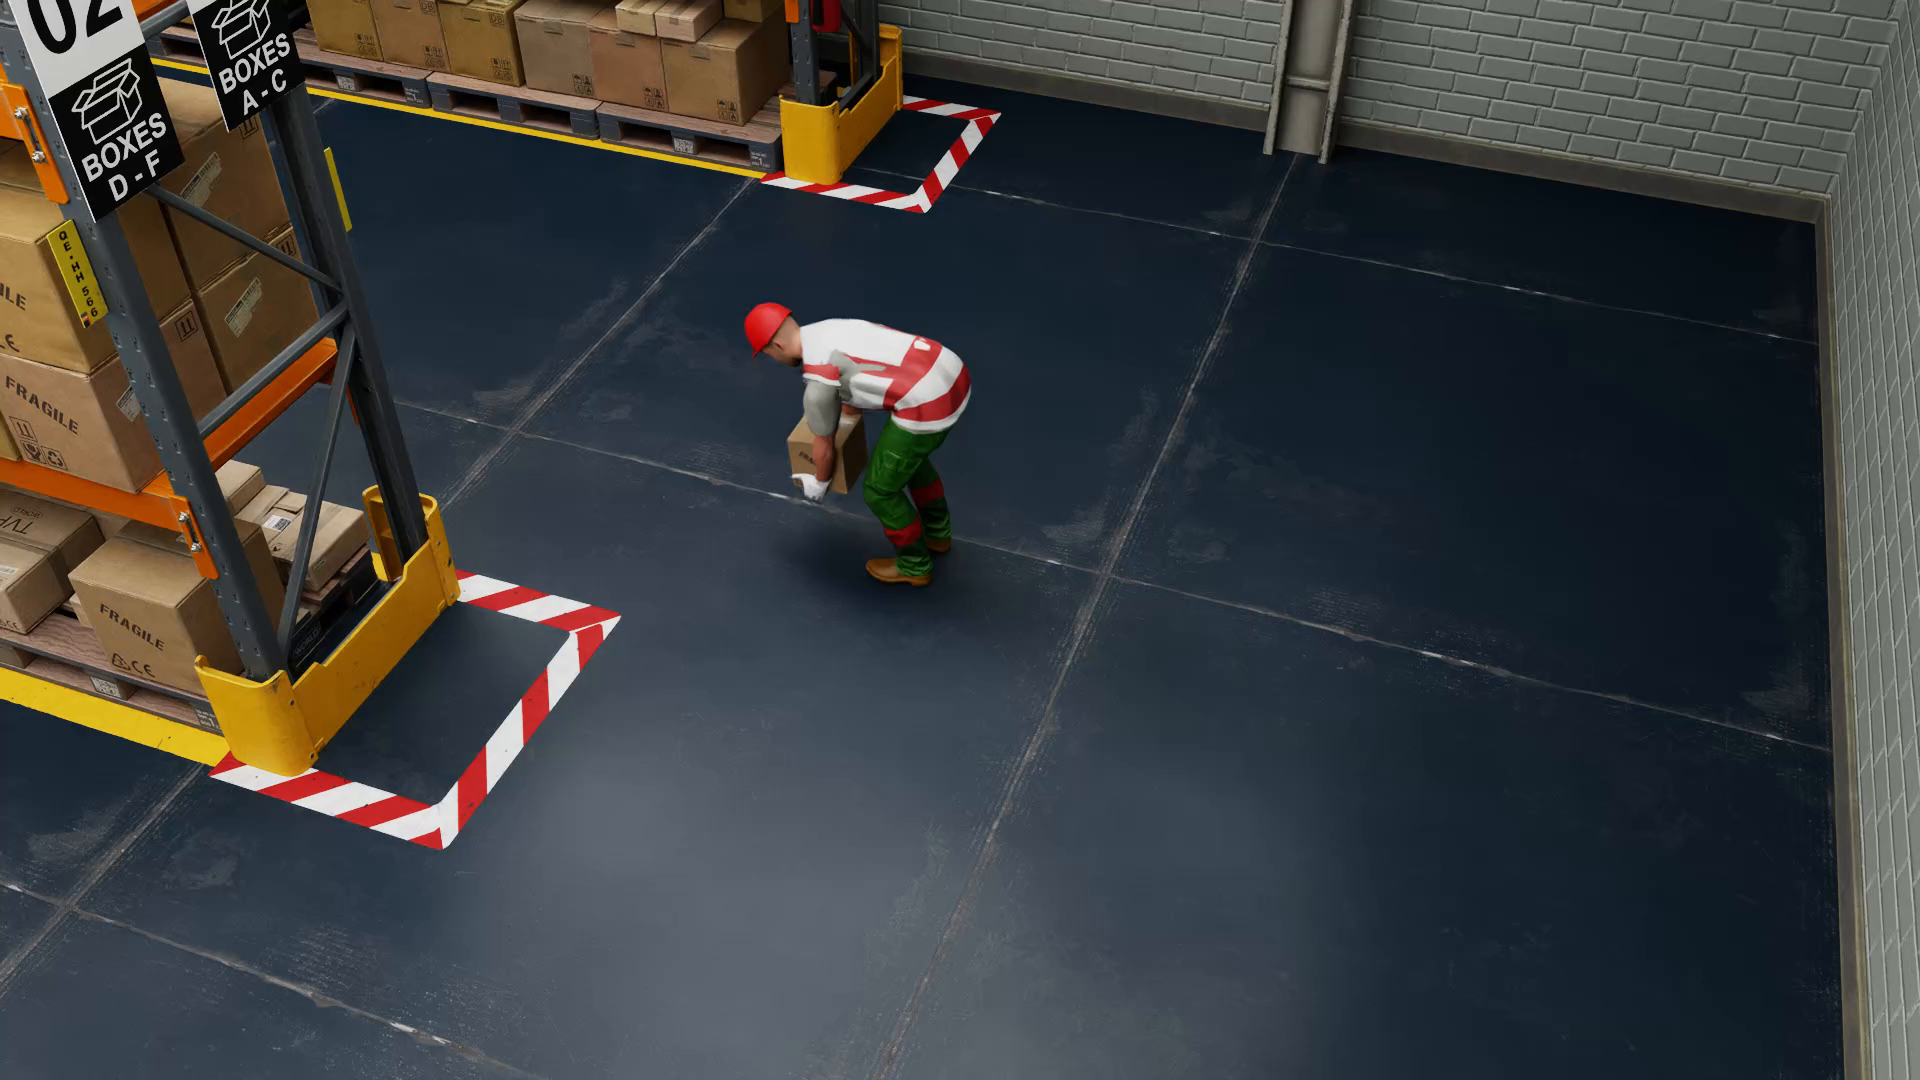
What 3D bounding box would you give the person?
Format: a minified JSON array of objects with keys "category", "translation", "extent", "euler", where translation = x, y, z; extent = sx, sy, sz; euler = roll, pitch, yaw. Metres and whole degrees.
[{"category":"person","translation":[-0.428,-0.444,7.035],"extent":[0.949,1.159,0.493],"euler":[12,43,14]}]
